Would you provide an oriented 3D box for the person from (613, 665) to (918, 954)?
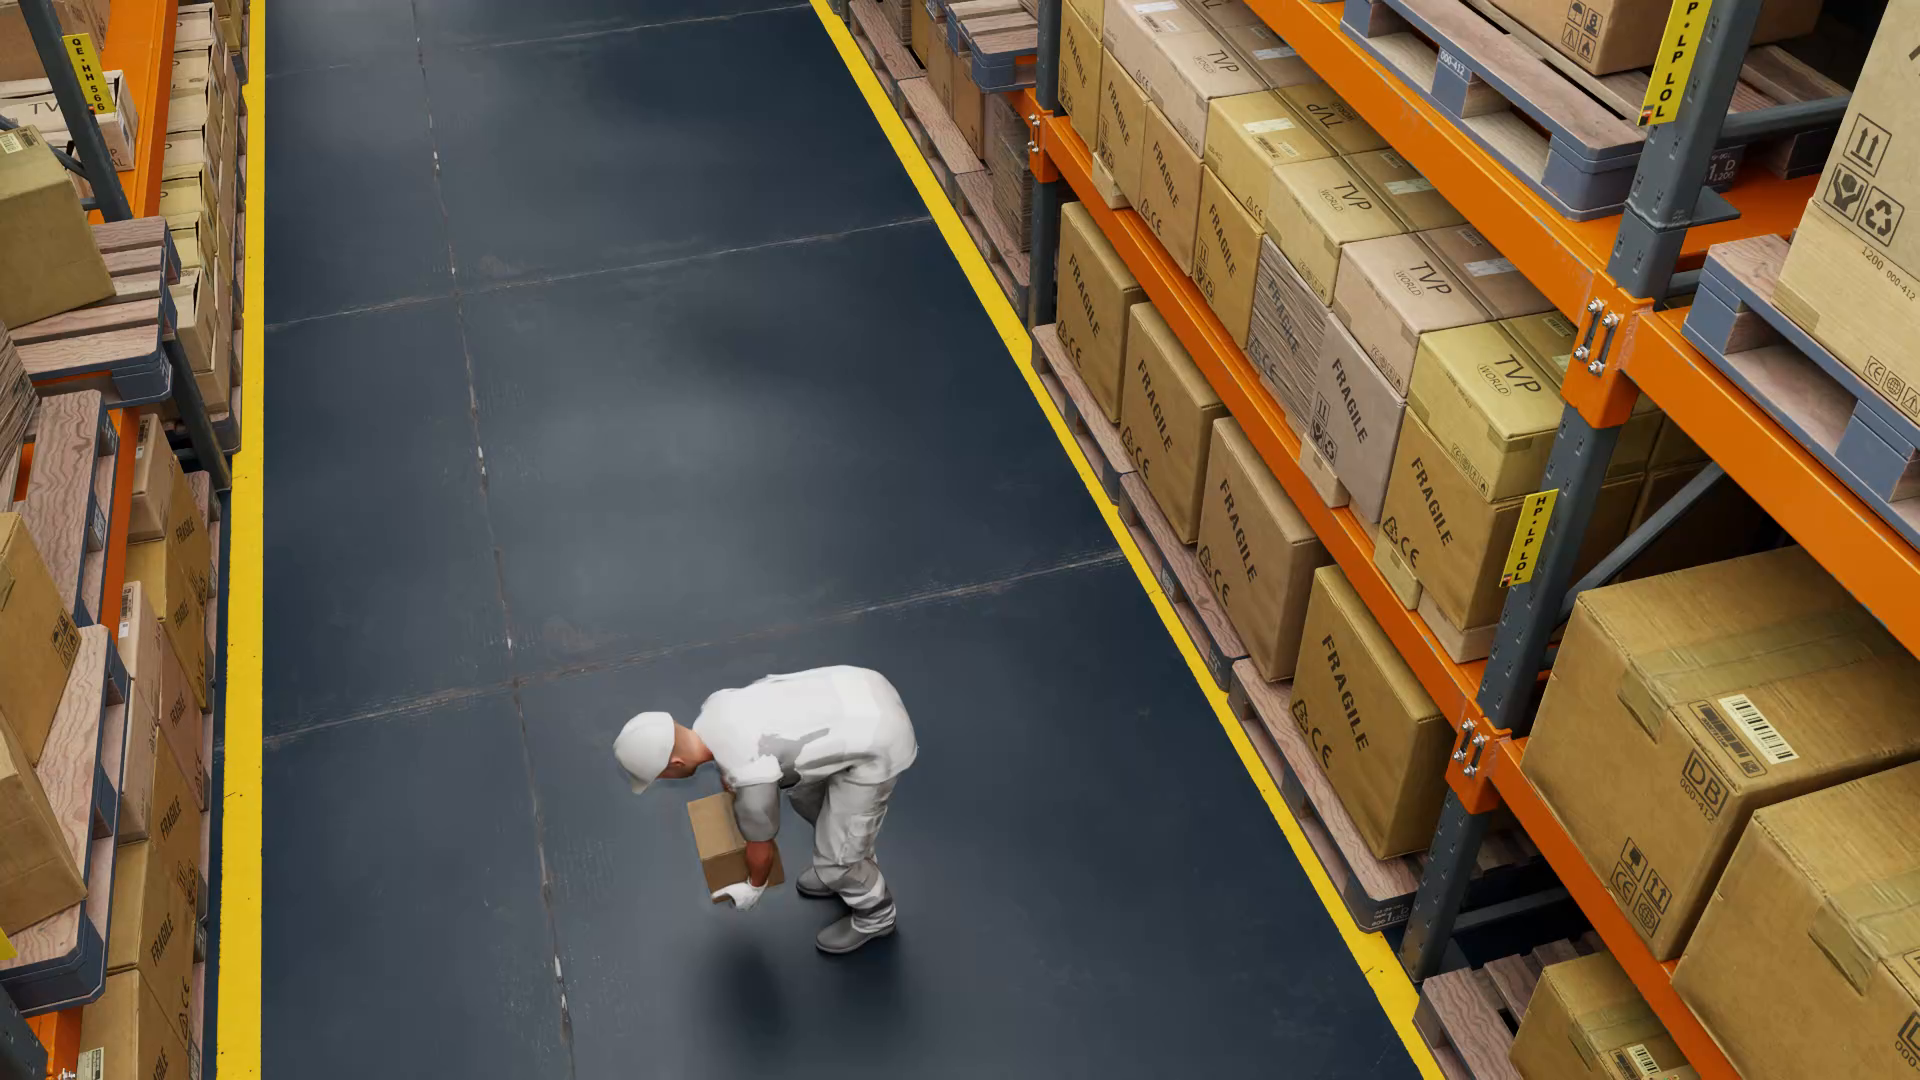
[{"bbox_3d":[-0.614,0.921,5.539,0.947,1.218,0.493,-13,43,-14],"label":"person"}]
